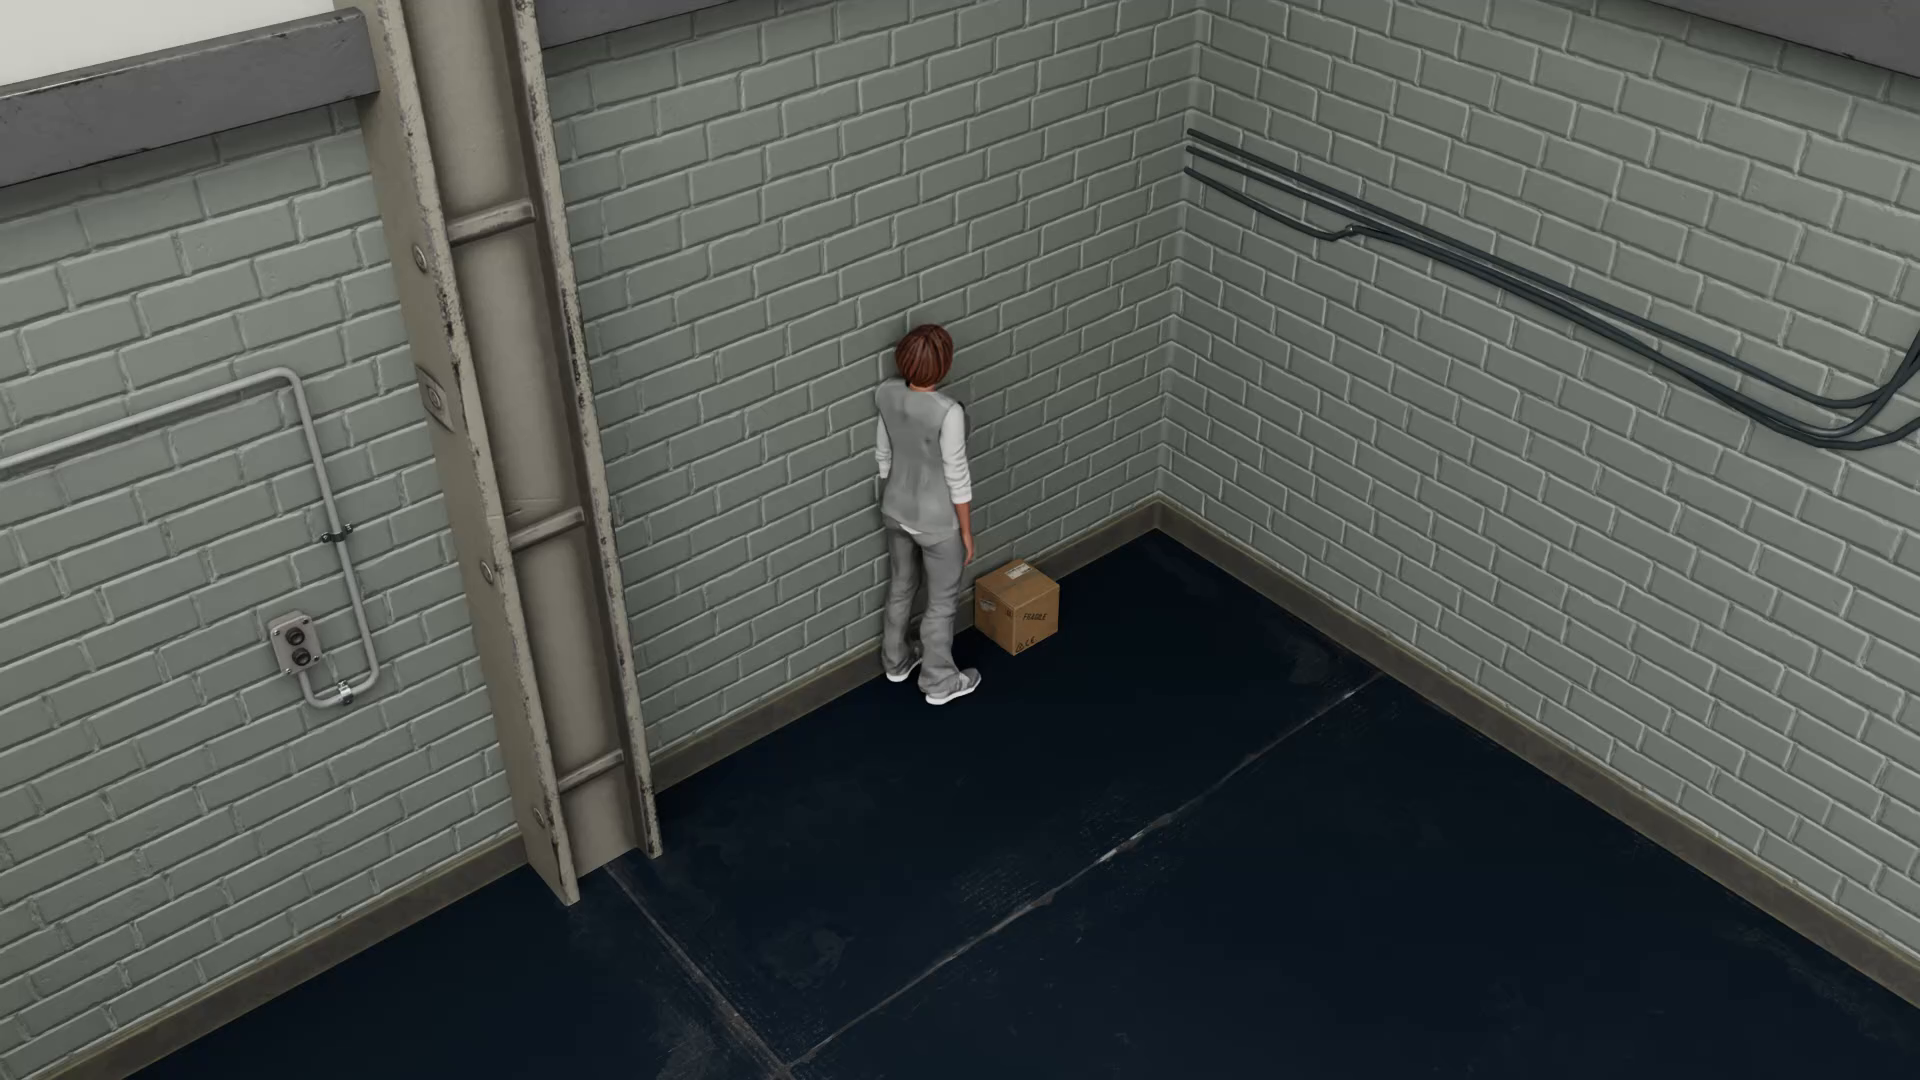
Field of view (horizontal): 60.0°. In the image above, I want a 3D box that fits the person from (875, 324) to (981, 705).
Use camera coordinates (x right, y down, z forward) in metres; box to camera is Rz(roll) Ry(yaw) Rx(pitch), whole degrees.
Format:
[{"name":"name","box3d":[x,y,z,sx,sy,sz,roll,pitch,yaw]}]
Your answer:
[{"name":"person","box3d":[-0.125,-0.093,6.247,0.457,1.599,0.331,29,45,33]}]
